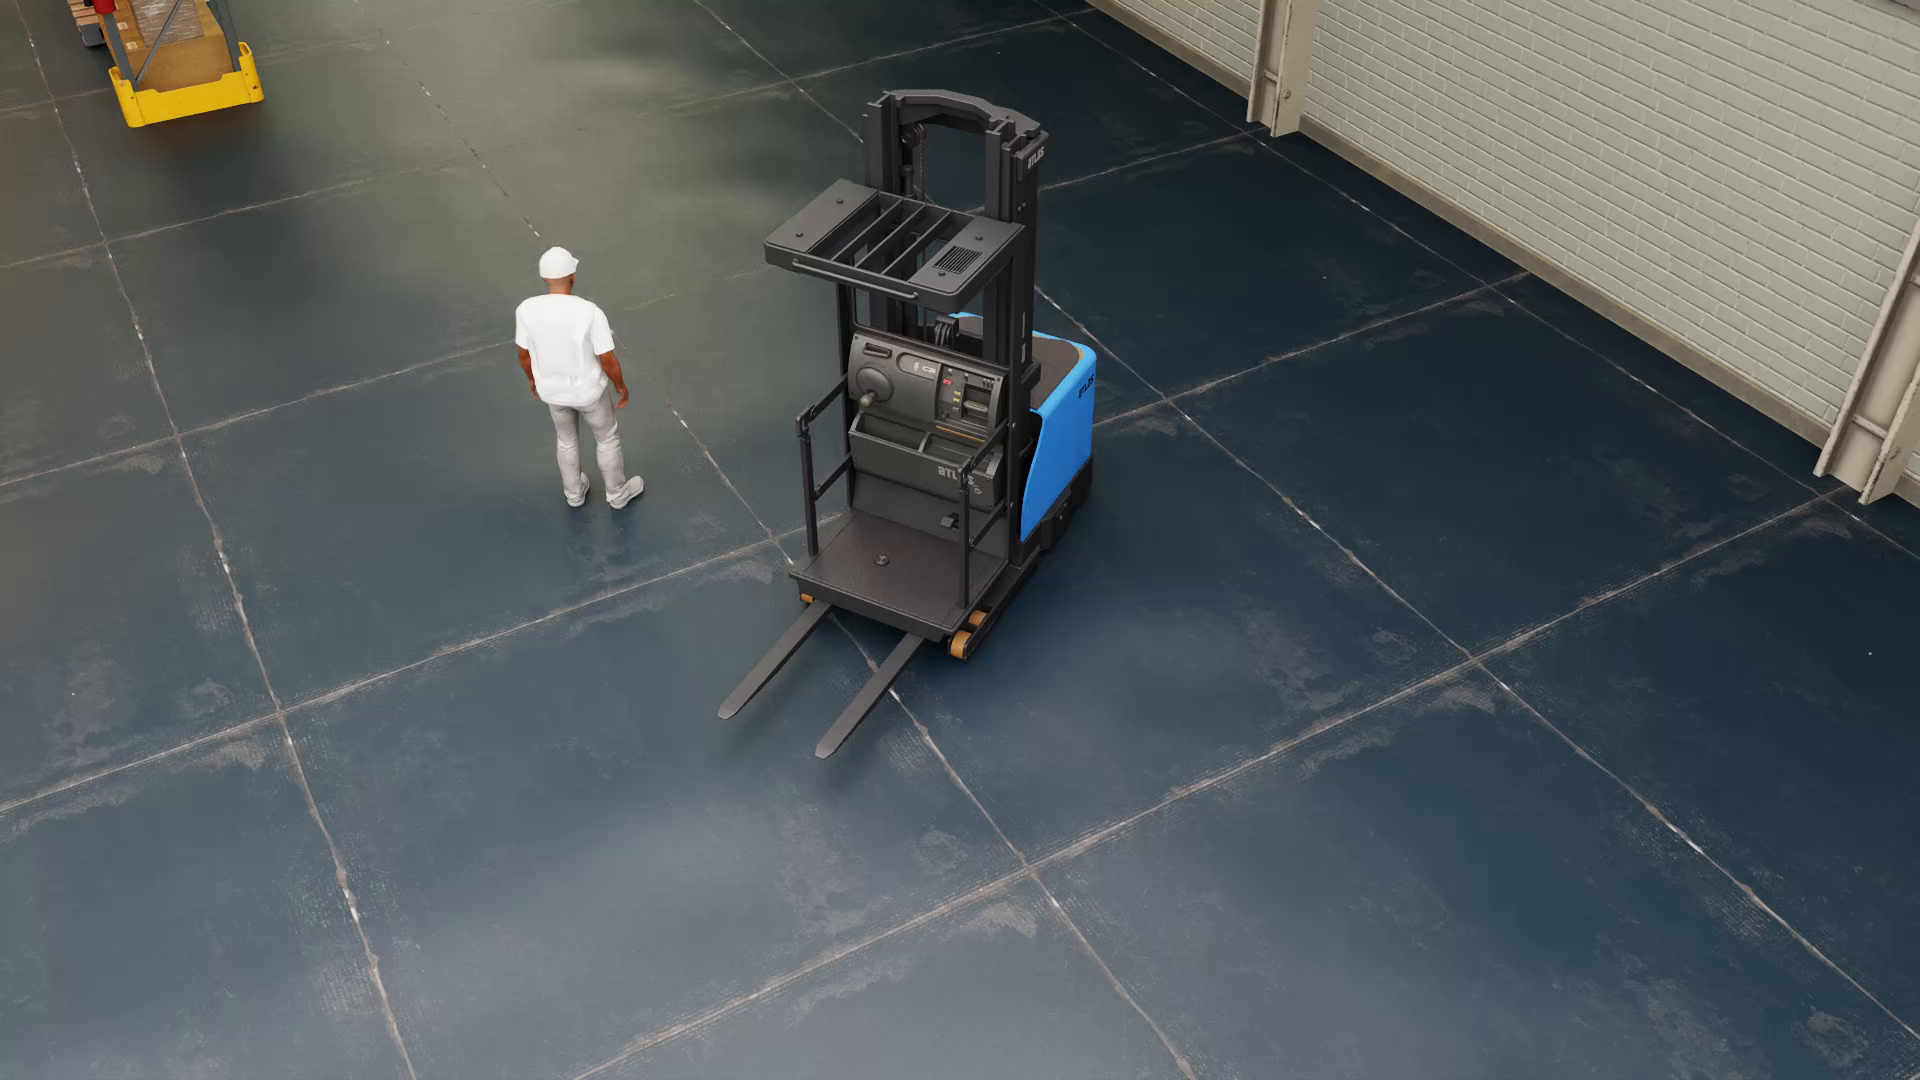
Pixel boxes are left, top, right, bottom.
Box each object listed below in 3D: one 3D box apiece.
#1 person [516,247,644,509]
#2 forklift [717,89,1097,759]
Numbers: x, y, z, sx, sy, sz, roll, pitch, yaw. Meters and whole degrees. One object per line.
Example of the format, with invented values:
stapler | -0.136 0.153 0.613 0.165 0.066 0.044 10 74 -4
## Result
person | -2.329 -0.955 10.108 0.627 1.760 0.461 6 40 7
forklift | -0.292 -0.775 8.971 1.130 2.935 3.031 19 43 21
